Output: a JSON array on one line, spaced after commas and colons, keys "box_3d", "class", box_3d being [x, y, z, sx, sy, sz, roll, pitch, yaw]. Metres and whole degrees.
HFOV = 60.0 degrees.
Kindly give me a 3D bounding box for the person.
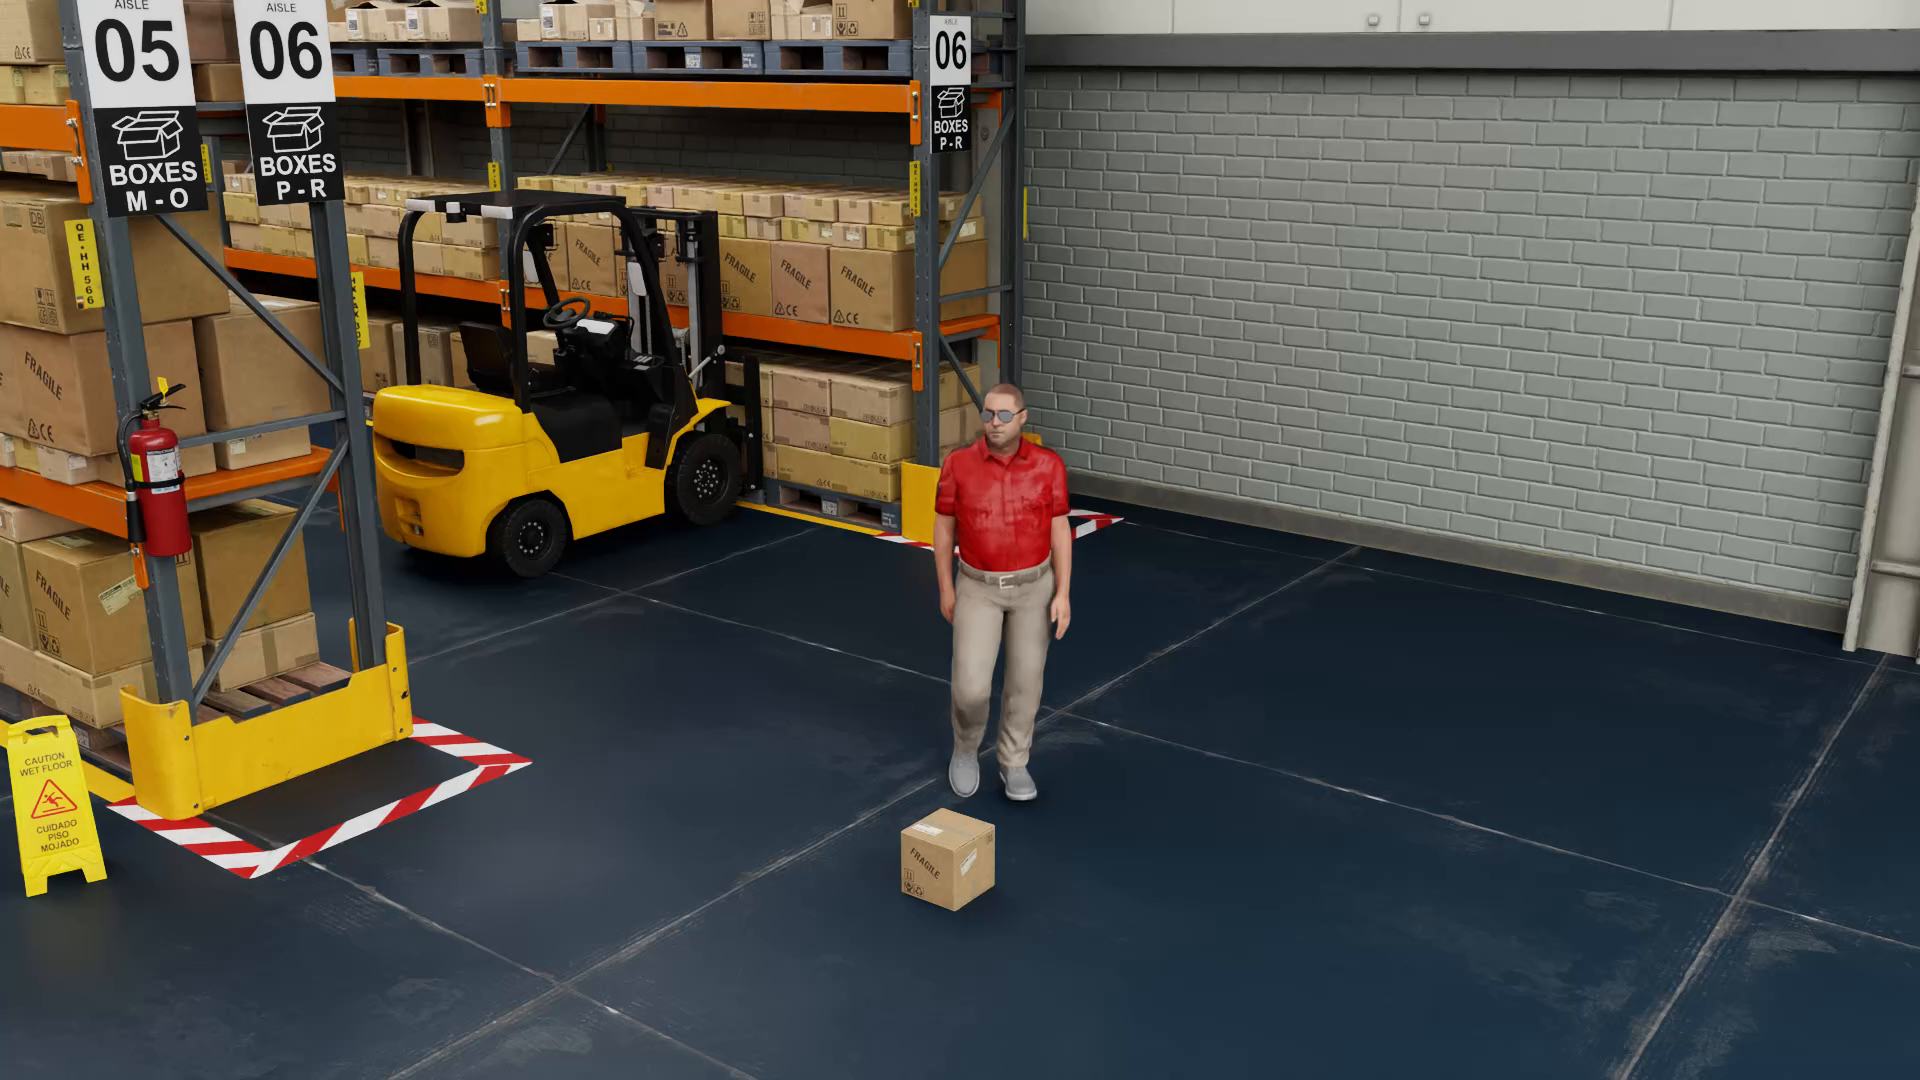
[{"box_3d": [0.180, 0.245, 6.726, 0.543, 1.755, 0.432, -3, 17, -9], "class": "person"}]
